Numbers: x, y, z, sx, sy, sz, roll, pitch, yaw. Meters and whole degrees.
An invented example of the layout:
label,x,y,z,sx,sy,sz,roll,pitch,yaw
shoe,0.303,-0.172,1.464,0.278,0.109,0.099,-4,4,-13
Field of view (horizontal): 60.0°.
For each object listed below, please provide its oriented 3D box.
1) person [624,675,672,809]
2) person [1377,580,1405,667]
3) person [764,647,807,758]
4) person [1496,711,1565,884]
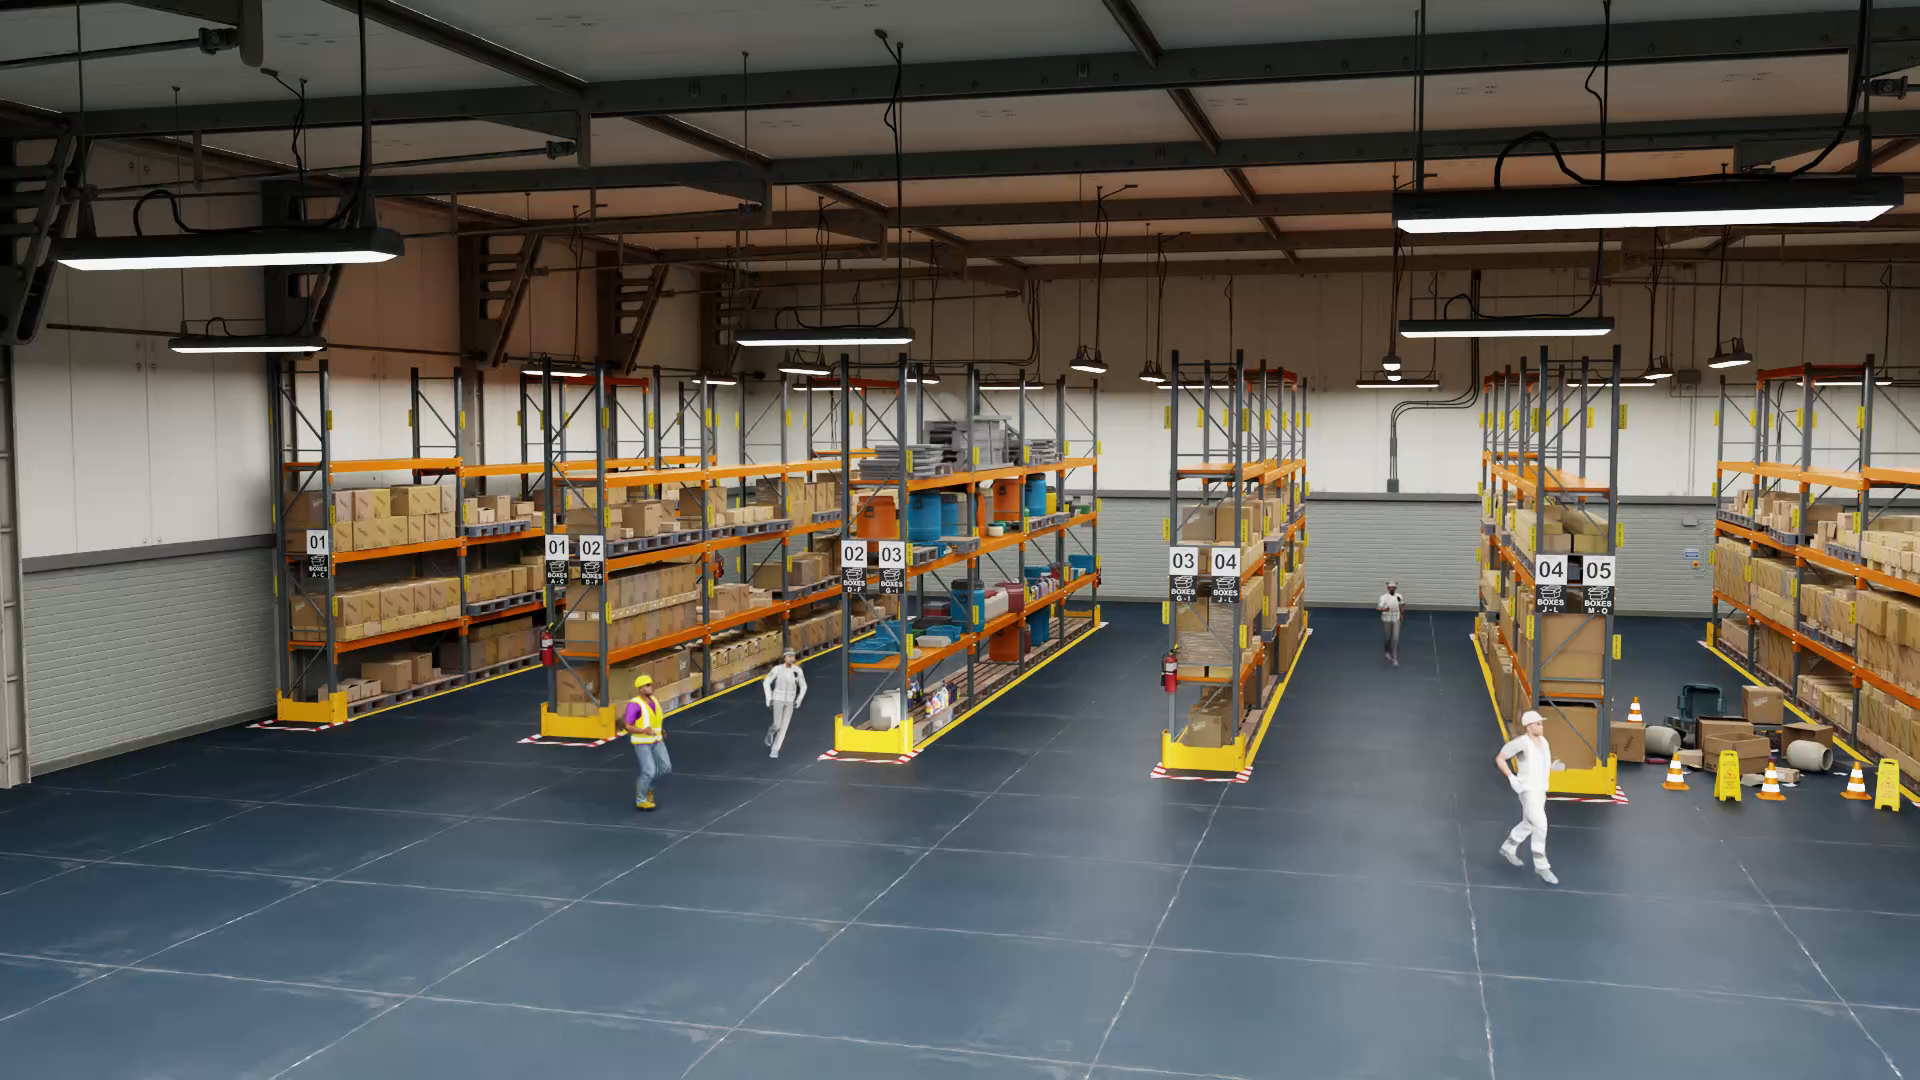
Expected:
label,x,y,z,sx,sy,sz,roll,pitch,yaw
person,-3.970,2.594,21.369,0.582,1.721,0.688,3,5,32
person,8.853,1.682,34.130,0.570,1.723,0.840,1,4,11
person,-2.598,2.403,24.869,0.650,1.619,0.516,-1,4,-14
person,6.278,2.785,18.293,0.640,1.824,0.814,-3,5,-38
